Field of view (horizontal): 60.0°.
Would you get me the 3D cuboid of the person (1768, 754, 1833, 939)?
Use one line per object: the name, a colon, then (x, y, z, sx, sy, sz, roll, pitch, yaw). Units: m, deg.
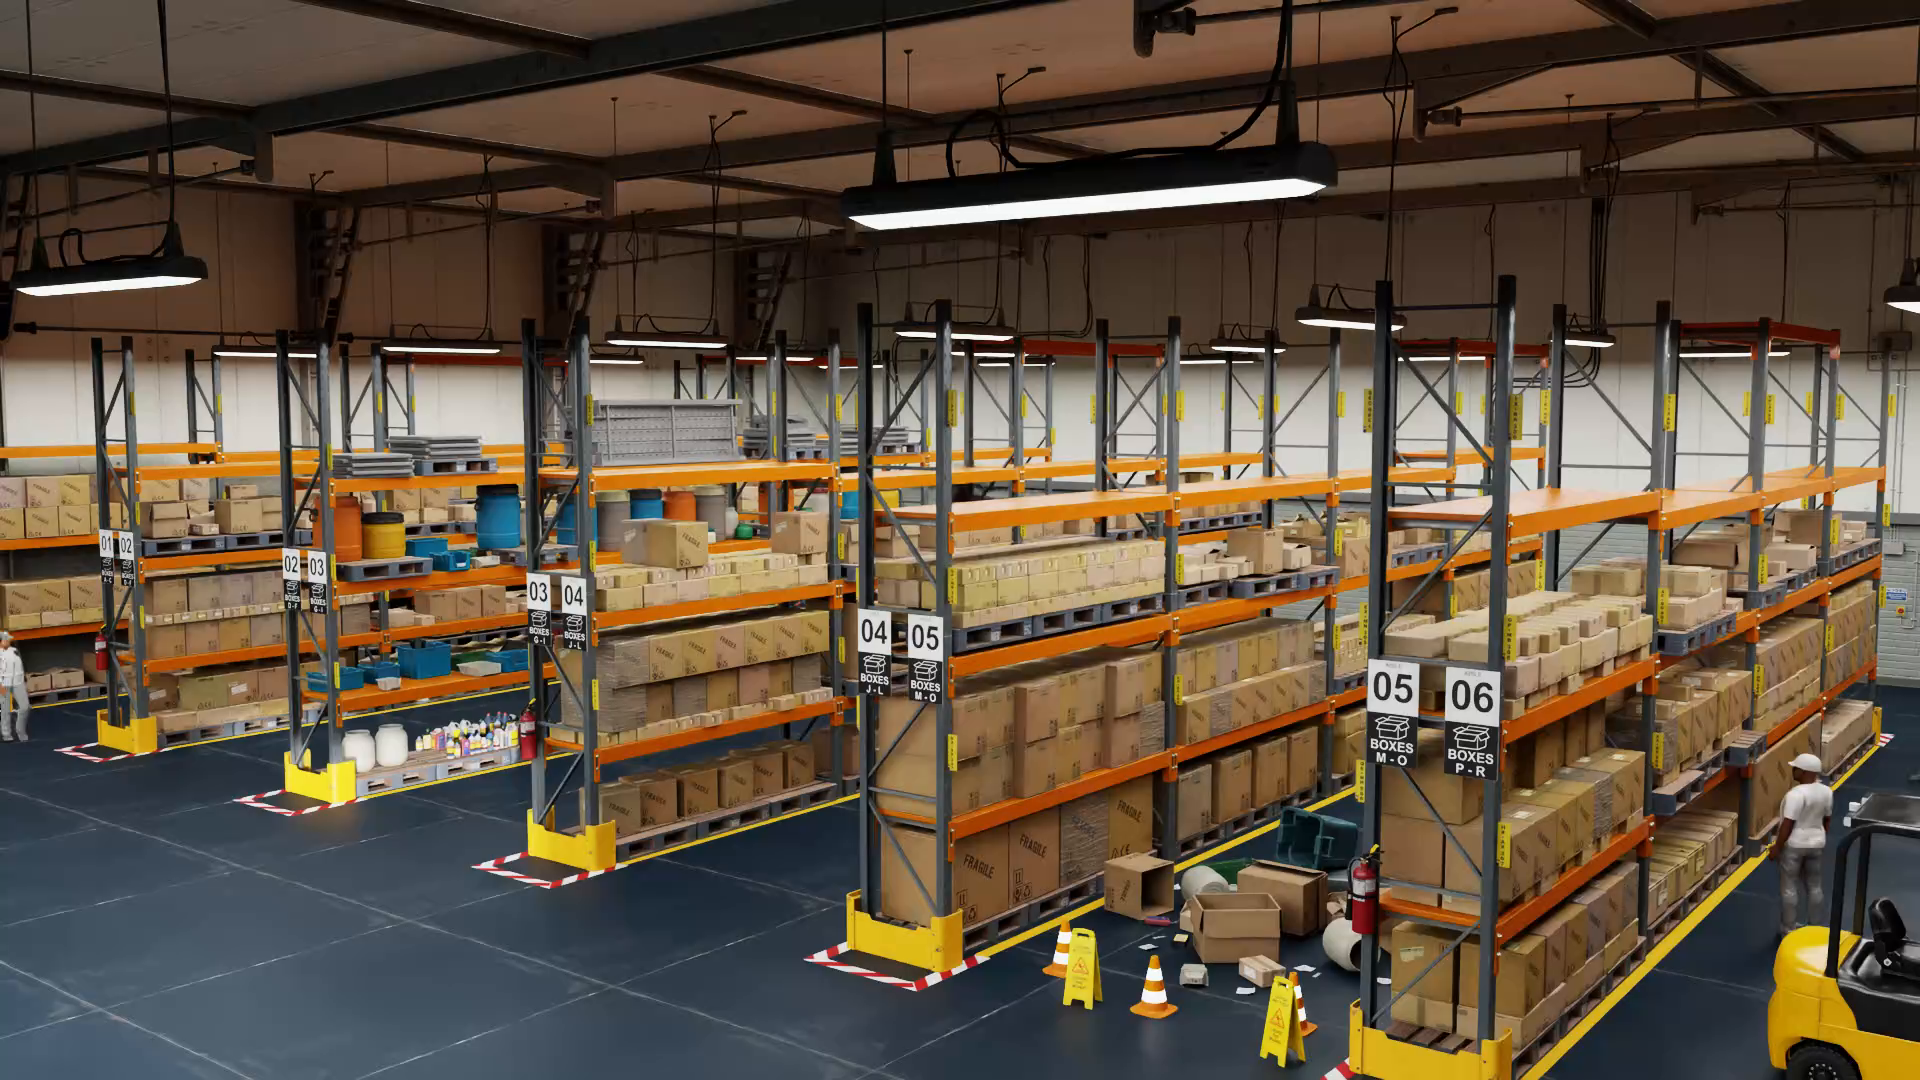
person: (8.004, 2.911, 15.858, 0.618, 1.775, 0.458, -1, 5, -6)

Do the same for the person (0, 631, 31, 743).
person: (-14.125, 2.191, 24.699, 0.492, 1.686, 0.495, -4, 7, -40)

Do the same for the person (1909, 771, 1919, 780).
person: (13.111, 2.388, 22.363, 0.504, 1.696, 0.412, -3, 6, -35)
